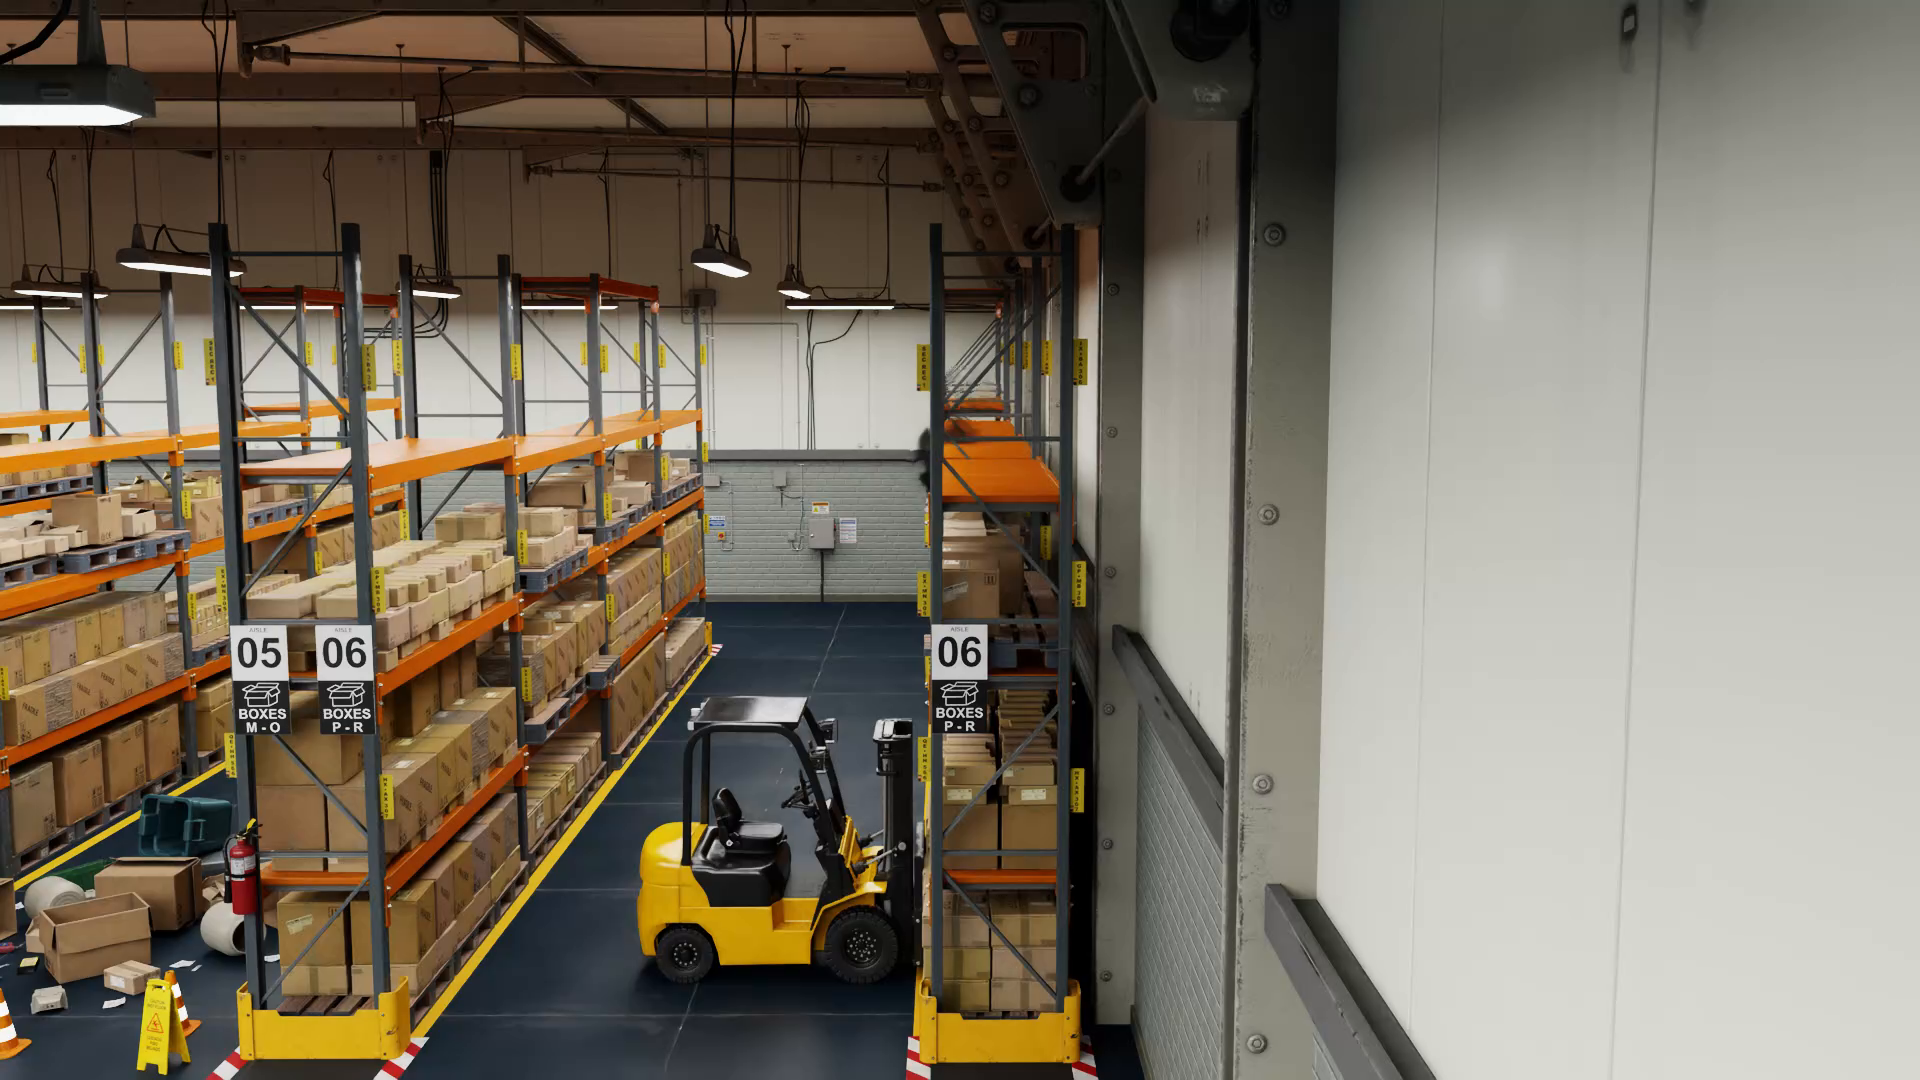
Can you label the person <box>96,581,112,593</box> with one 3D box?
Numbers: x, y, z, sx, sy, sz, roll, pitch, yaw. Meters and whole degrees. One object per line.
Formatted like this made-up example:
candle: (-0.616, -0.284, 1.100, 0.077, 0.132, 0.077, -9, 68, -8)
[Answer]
person: (-12.853, 1.409, 25.072, 0.540, 1.718, 0.878, -1, 7, -6)
